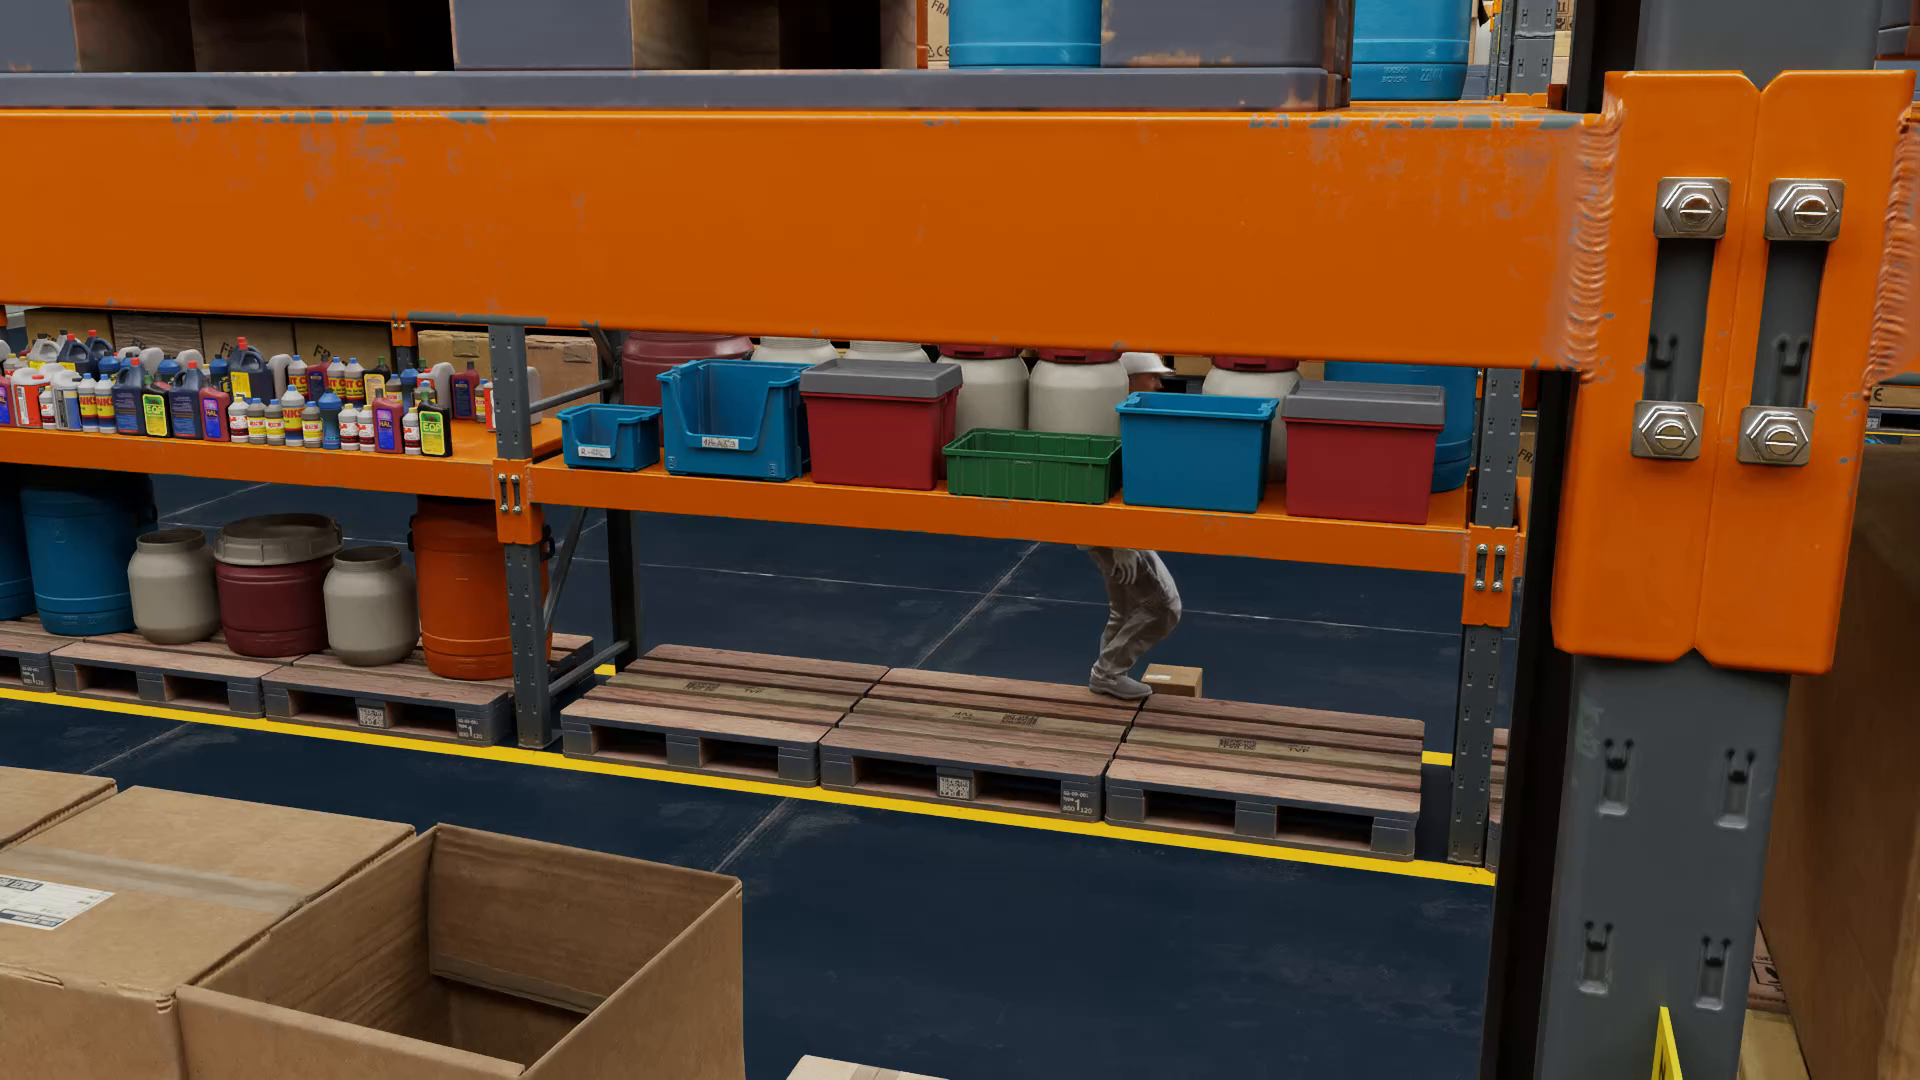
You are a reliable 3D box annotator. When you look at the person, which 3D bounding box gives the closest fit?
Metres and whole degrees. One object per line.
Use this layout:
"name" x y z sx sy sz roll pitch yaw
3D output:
"person" 0.774 -0.009 7.515 0.519 1.780 0.620 4 15 14
